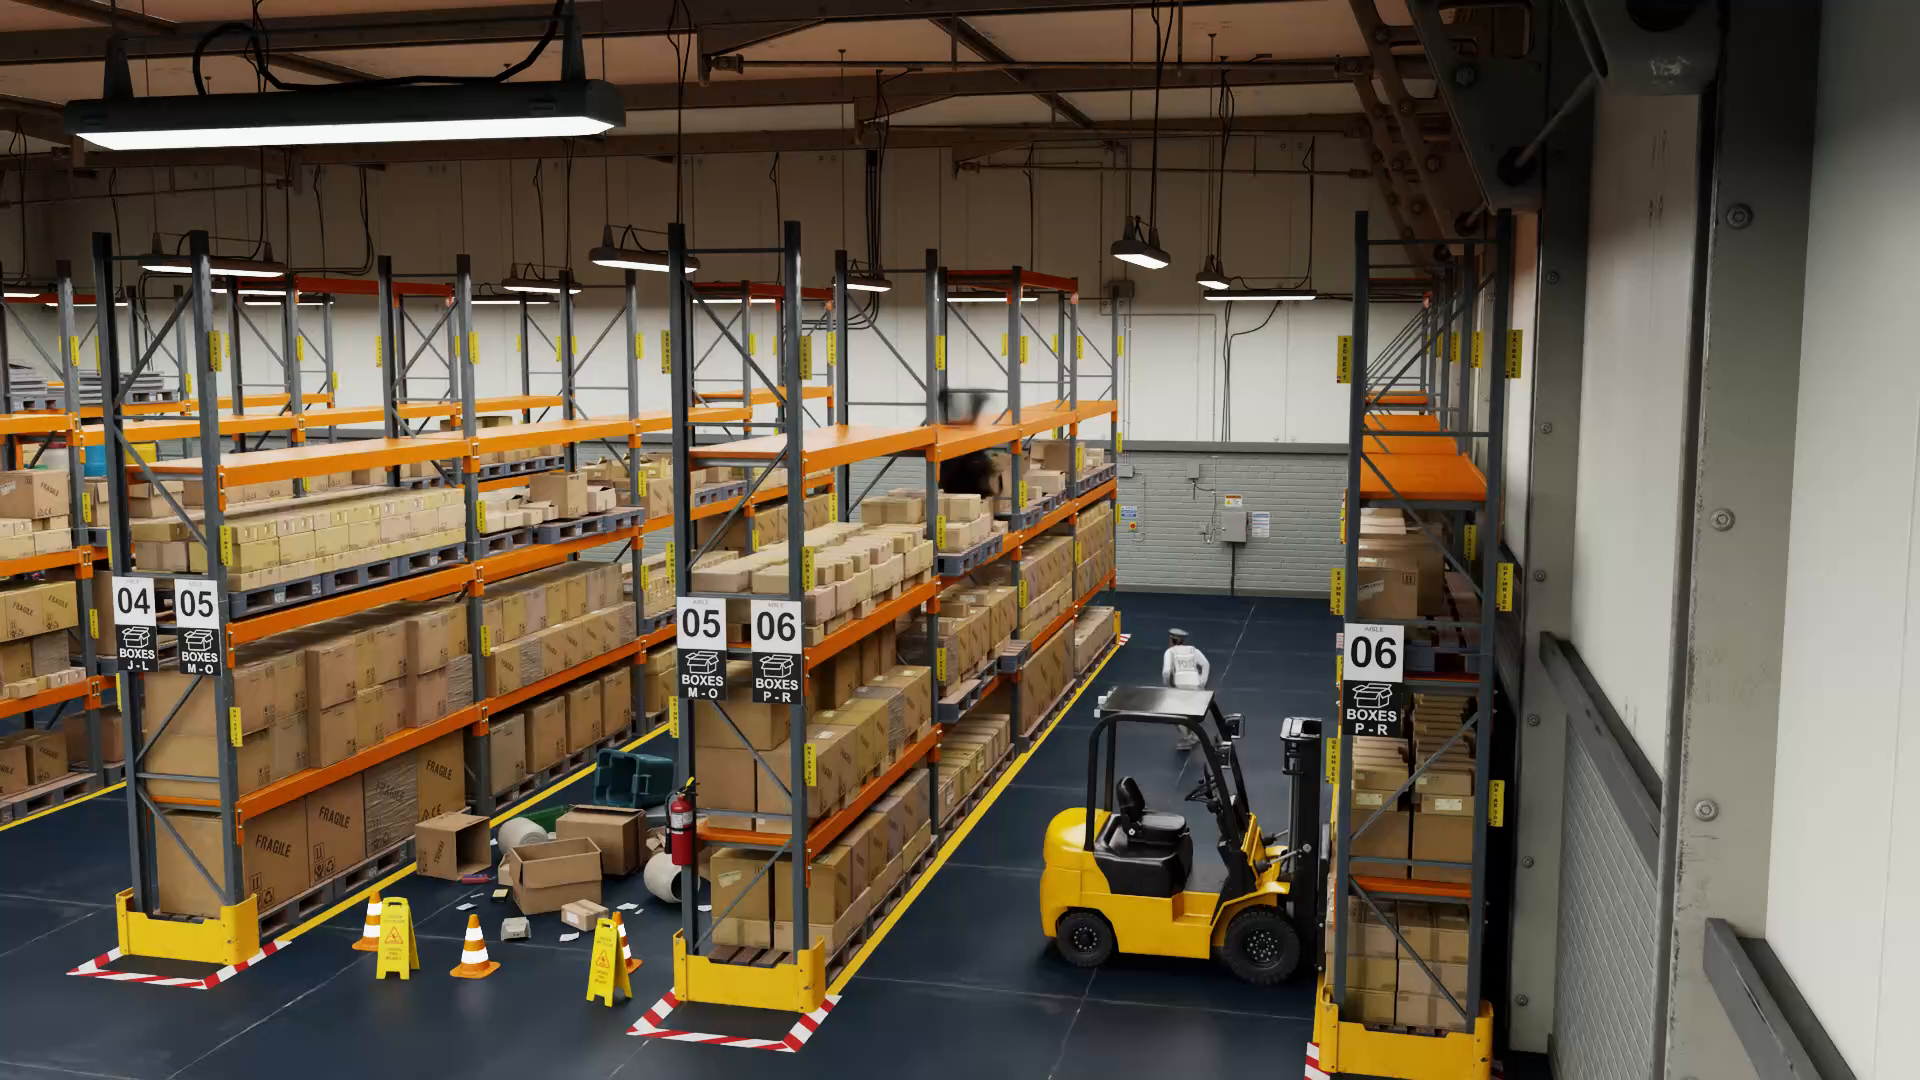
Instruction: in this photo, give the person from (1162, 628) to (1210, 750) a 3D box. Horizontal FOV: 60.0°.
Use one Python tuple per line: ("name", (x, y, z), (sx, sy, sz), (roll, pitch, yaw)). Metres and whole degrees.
("person", (2.862, 1.906, 20.877), (0.632, 1.482, 0.892), (-2, 7, -13))
